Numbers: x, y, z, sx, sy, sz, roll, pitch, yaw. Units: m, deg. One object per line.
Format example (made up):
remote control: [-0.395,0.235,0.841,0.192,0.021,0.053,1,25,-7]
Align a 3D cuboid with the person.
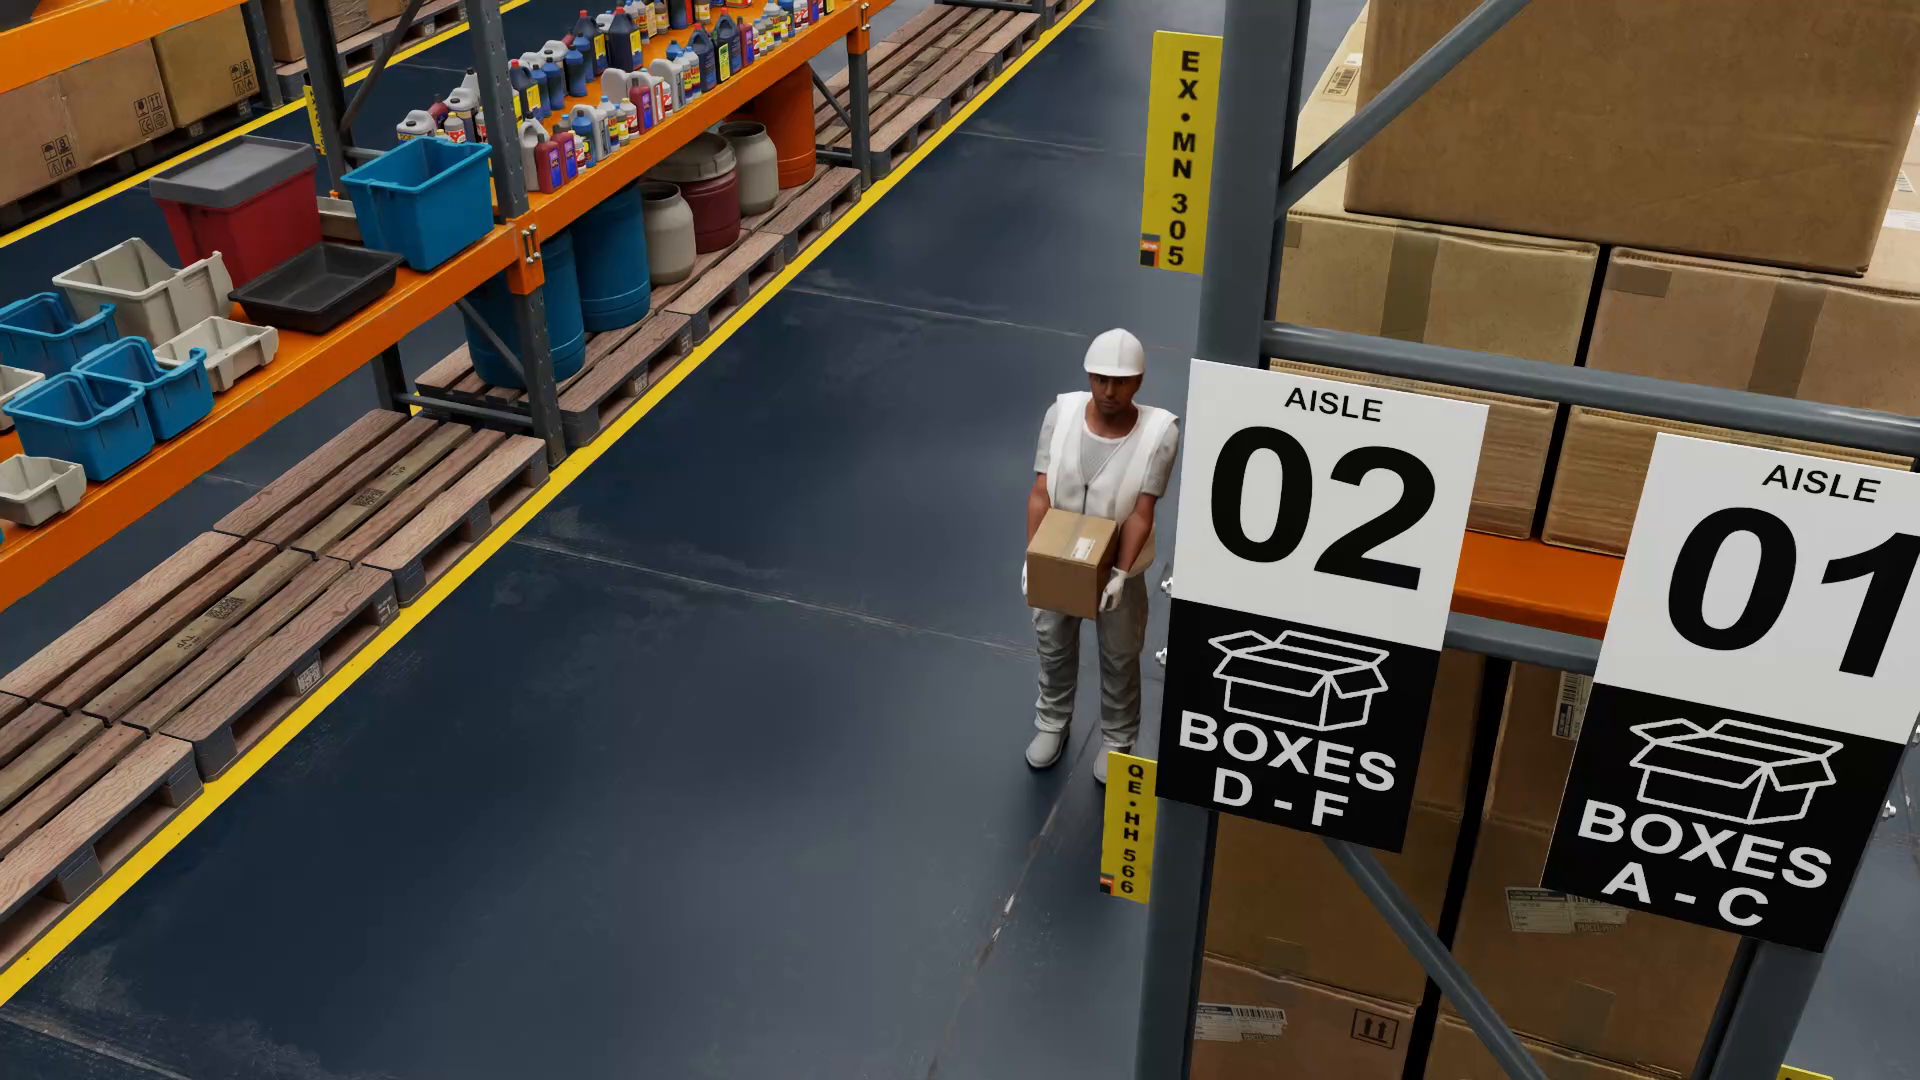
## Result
person: [0.466,0.124,5.934,0.488,1.778,0.573,12,35,17]
